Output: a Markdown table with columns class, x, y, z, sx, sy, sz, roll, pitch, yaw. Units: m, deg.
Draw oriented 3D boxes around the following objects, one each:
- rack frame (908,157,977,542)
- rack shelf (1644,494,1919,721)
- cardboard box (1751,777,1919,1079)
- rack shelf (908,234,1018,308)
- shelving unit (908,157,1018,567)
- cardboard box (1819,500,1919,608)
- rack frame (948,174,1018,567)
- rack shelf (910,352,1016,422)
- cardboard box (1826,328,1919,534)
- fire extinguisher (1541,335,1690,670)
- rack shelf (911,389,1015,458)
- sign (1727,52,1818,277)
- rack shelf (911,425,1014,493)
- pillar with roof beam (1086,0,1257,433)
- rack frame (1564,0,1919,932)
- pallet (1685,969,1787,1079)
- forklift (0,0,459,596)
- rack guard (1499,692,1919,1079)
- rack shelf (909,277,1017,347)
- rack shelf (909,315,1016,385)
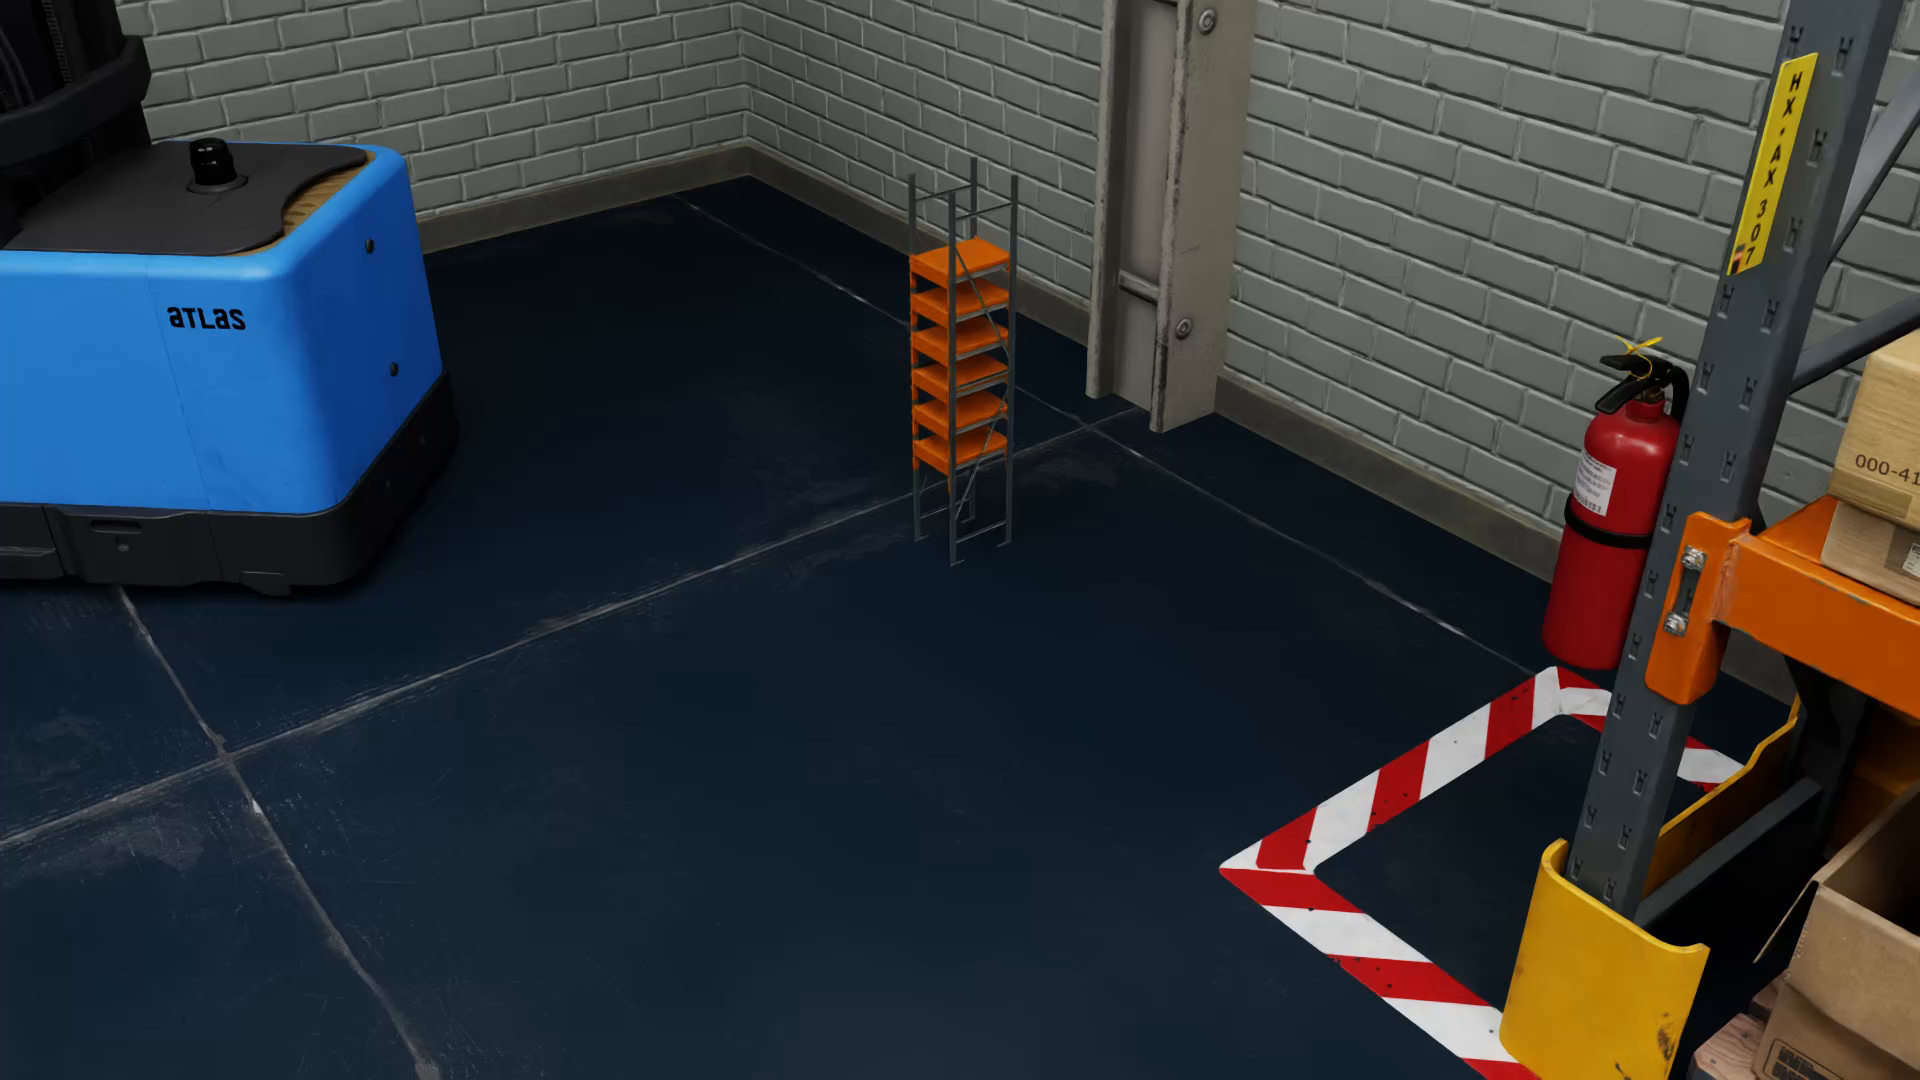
| class | x | y | z | sx | sy | sz | roll | pitch | yaw |
| --- | --- | --- | --- | --- | --- | --- | --- | --- | --- |
| rack frame | -0.047 | -0.542 | 4.985 | 0.240 | 1.200 | 0.006 | -22 | 38 | -31 |
| rack shelf | 2.868 | 0.774 | 1.842 | 1.077 | 0.370 | 4.000 | -22 | 38 | -31 |
| cardboard box | 1.942 | 0.803 | 3.083 | 0.797 | 0.503 | 0.637 | -24 | 39 | -33 |
| rack shelf | 0.009 | -0.772 | 4.757 | 0.258 | 0.103 | 0.180 | -22 | 38 | -31 |
| shelving unit | 0.009 | -0.504 | 4.924 | 0.258 | 1.200 | 0.189 | -22 | 38 | -31 |
| cardboard box | 1.627 | -0.032 | 2.697 | 0.380 | 0.149 | 0.250 | -23 | 38 | -32 |
| rack frame | 0.065 | -0.466 | 4.862 | 0.240 | 1.200 | 0.006 | -22 | 38 | -31 |
| rack shelf | 0.009 | -0.466 | 4.947 | 0.258 | 0.103 | 0.180 | -22 | 38 | -31 |
| cardboard box | 1.707 | -0.151 | 2.511 | 0.500 | 0.250 | 0.500 | -22 | 38 | -31 |
| fire extinguisher | 1.186 | -0.085 | 2.971 | 0.296 | 0.674 | 0.183 | -22 | 38 | -31 |
| rack shelf | 0.009 | -0.364 | 5.011 | 0.258 | 0.103 | 0.180 | -22 | 38 | -31 |
| sign | 1.213 | -0.557 | 2.483 | 0.100 | 0.325 | 0.005 | -22 | 38 | -31 |
| rack shelf | 0.009 | -0.262 | 5.074 | 0.258 | 0.103 | 0.180 | -22 | 38 | -31 |
| pillar with roof beam | -2.700 | -2.936 | 1.448 | 9.100 | 9.000 | 0.400 | -22 | 38 | -31 |
| rack frame | 1.642 | -0.365 | 2.995 | 1.000 | 3.000 | 0.127 | -22 | 38 | -31 |
| pallet | 2.178 | 1.183 | 3.145 | 1.003 | 0.211 | 1.213 | -22 | 38 | -31 |
| forklift | -3.261 | -1.383 | 4.698 | 3.031 | 2.935 | 1.130 | 2 | 32 | 4 |
| rack guard | 1.688 | 0.729 | 3.603 | 1.175 | 0.500 | 0.348 | -22 | 38 | -31 |
| rack shelf | 0.009 | -0.670 | 4.821 | 0.258 | 0.103 | 0.180 | -22 | 38 | -31 |
| rack shelf | 0.009 | -0.568 | 4.884 | 0.258 | 0.103 | 0.180 | -22 | 38 | -31 |
